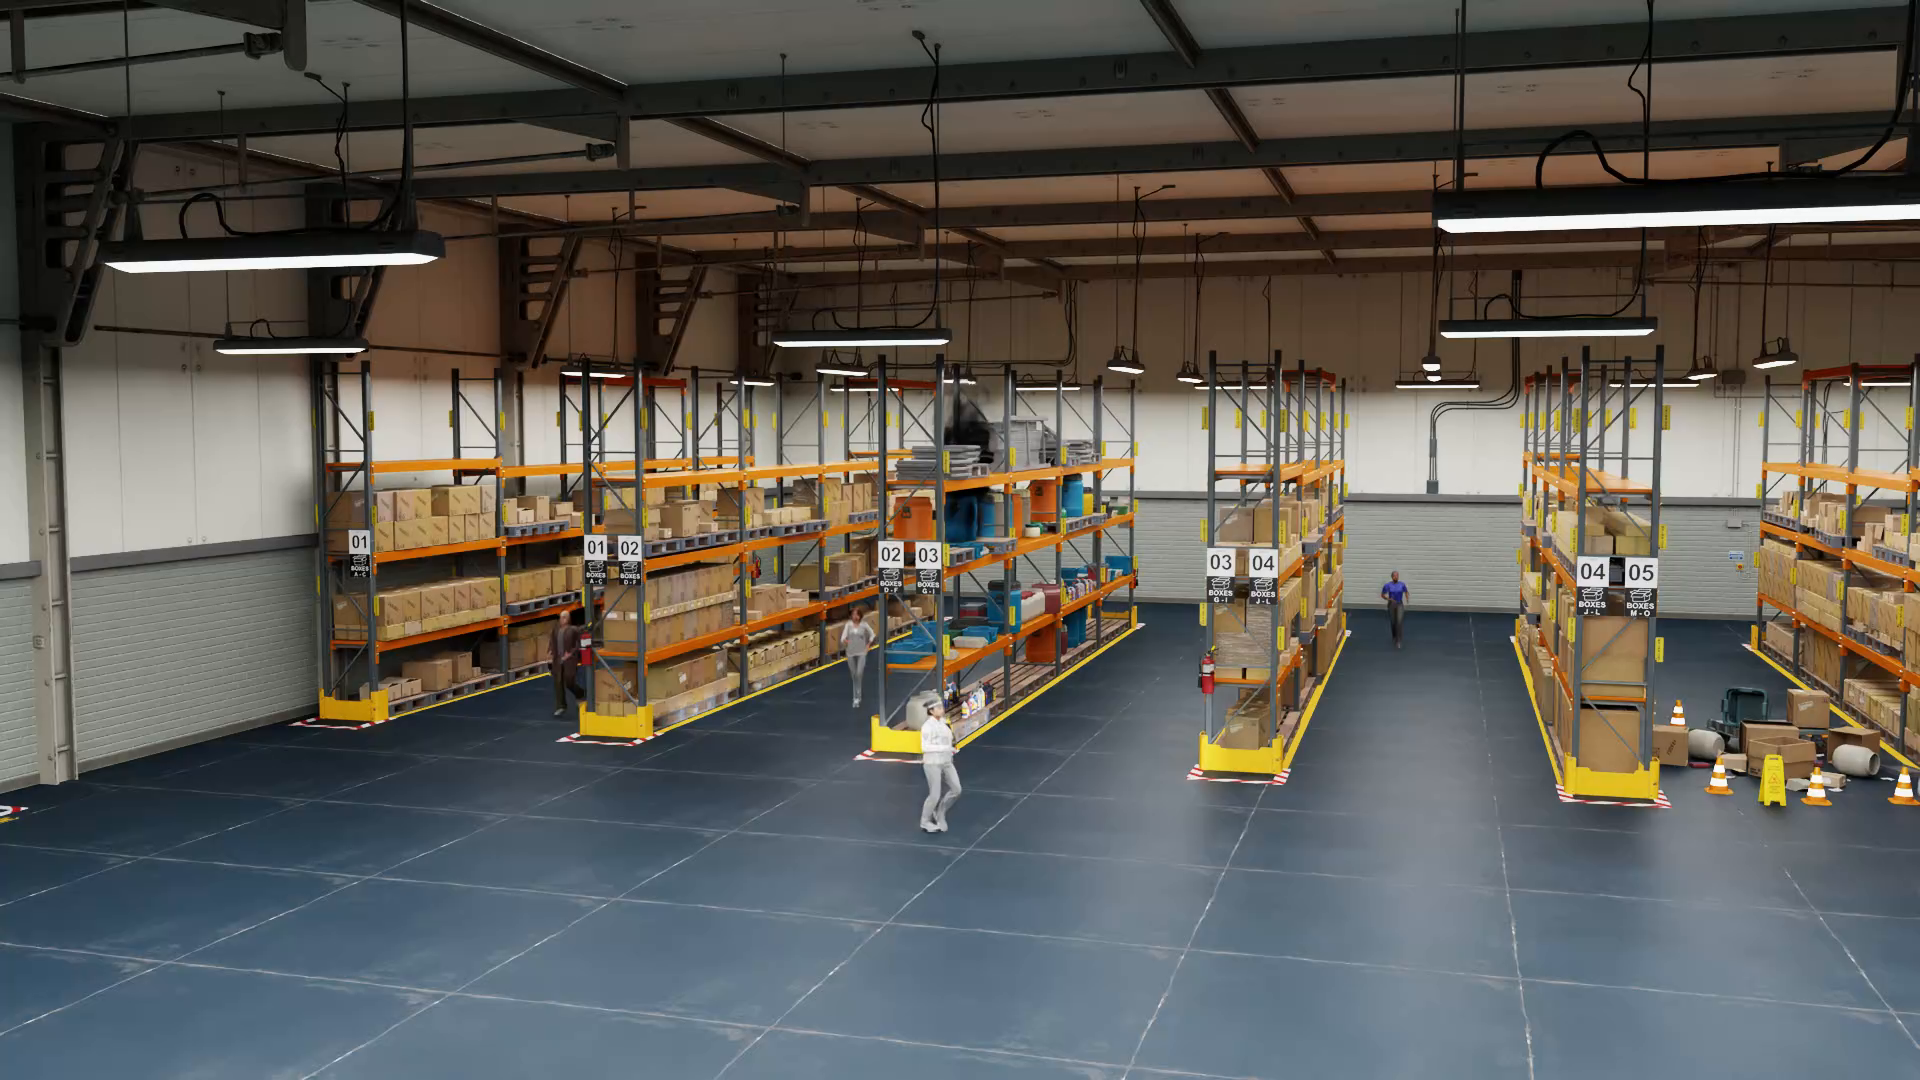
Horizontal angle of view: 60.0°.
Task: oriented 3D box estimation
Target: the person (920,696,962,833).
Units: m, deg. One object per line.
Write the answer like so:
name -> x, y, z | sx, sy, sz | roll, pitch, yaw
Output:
person -> -0.221, 2.724, 20.148 | 0.614, 1.690, 0.596 | 3, 5, 40

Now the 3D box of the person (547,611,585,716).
person -> -6.733, 2.084, 28.444 | 0.730, 1.761, 0.858 | 1, 4, 15

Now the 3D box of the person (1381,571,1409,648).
person -> 9.691, 1.540, 37.067 | 0.621, 1.701, 0.817 | 1, 4, 8

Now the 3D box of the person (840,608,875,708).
person -> -1.707, 1.936, 27.476 | 0.539, 1.614, 0.775 | 1, 4, 8
